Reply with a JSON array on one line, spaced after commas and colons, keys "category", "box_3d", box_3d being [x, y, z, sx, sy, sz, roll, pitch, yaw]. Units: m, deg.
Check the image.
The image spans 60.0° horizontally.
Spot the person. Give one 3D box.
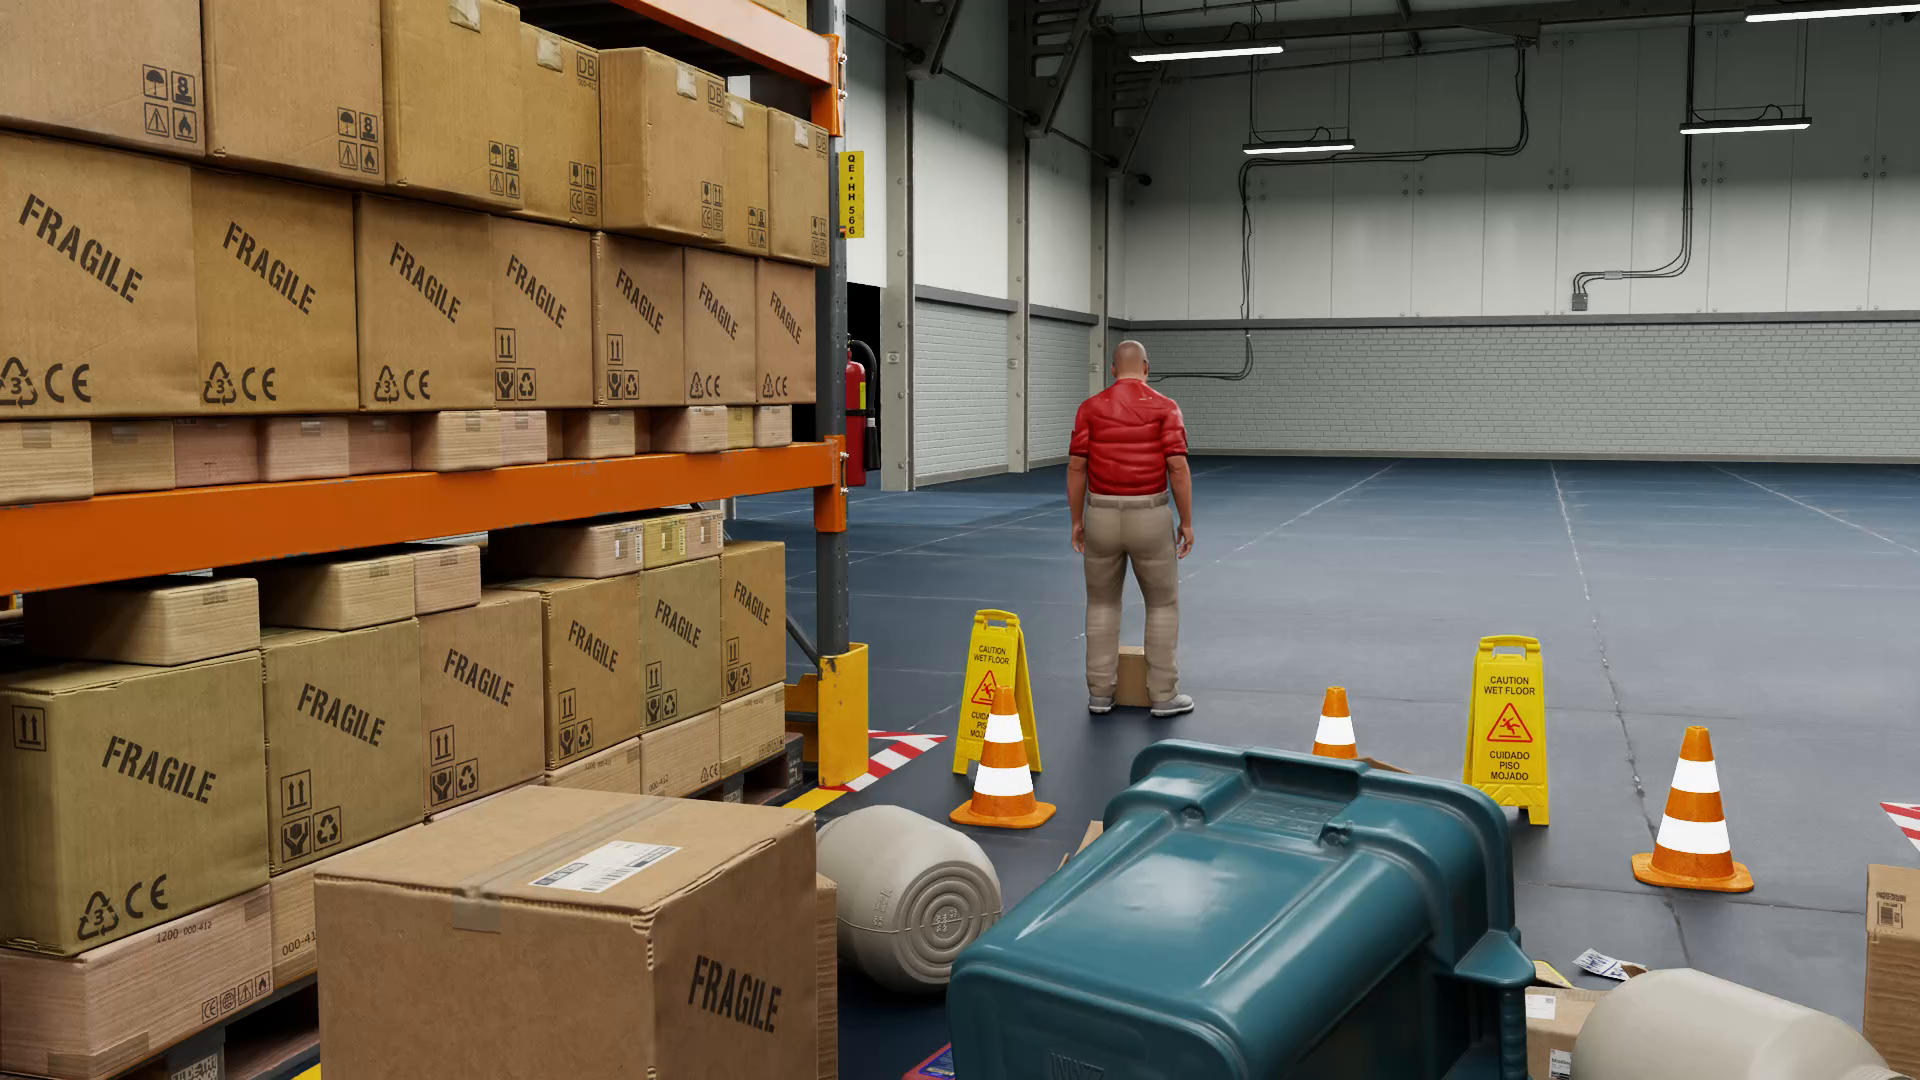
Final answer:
[{"category": "person", "box_3d": [0.791, -0.058, 7.713, 0.586, 1.726, 0.396, 2, 5, 19]}]
